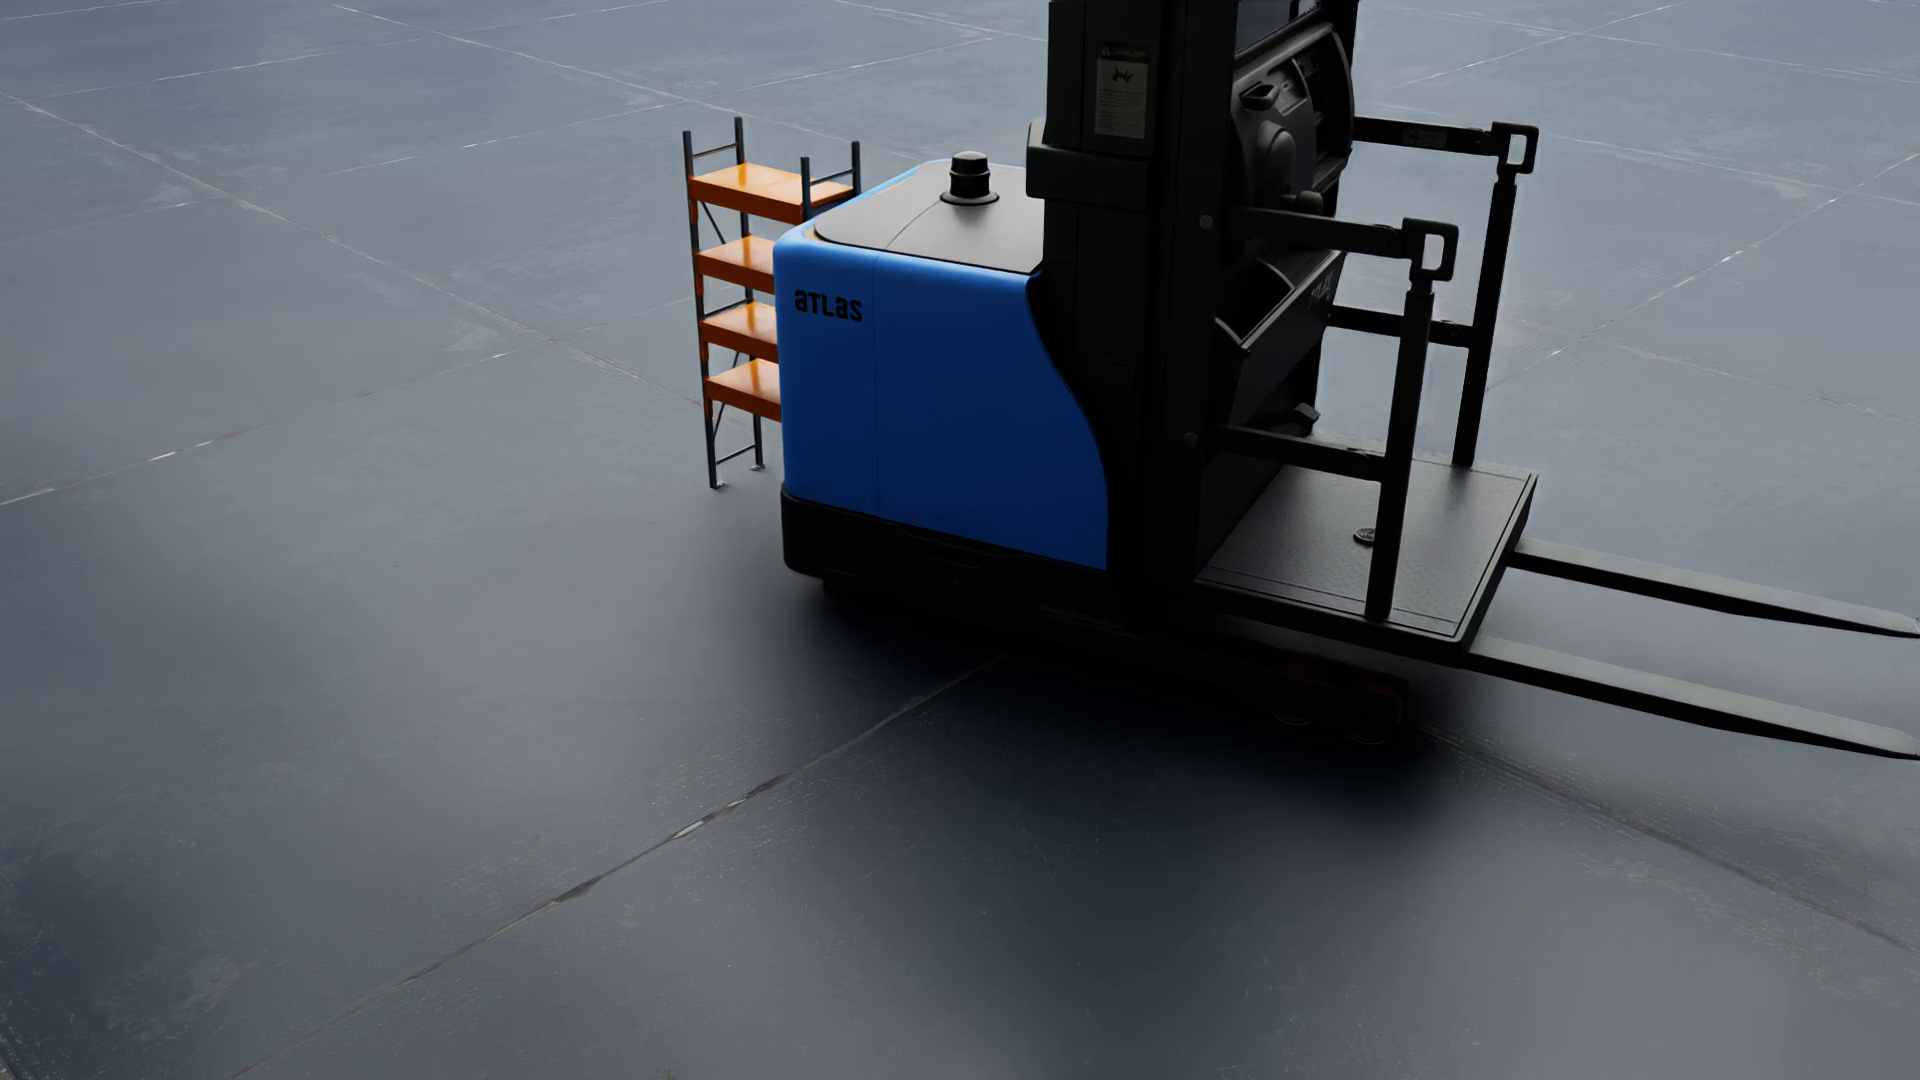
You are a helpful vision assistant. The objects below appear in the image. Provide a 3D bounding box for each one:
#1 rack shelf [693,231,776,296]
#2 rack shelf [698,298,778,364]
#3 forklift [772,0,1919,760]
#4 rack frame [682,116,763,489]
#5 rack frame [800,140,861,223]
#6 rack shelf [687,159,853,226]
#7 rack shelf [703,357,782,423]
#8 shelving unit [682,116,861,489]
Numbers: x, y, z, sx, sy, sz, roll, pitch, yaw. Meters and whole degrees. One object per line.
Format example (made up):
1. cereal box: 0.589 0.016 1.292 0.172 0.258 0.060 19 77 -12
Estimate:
1. rack shelf: -0.568 -0.815 5.174 0.480 0.148 0.258 20 34 33
2. rack shelf: -0.568 -0.617 5.278 0.480 0.148 0.258 20 34 33
3. forklift: 1.023 -1.056 4.108 3.031 2.935 1.130 13 31 24
4. rack frame: -0.759 -0.747 5.381 0.015 1.200 0.240 20 34 33
5. rack frame: -0.377 -0.606 5.113 0.015 1.200 0.240 20 34 33
6. rack shelf: -0.568 -1.024 5.064 0.480 0.148 0.258 20 34 33
7. rack shelf: -0.568 -0.441 5.371 0.480 0.148 0.258 20 34 33
8. shelving unit: -0.568 -0.676 5.247 0.503 1.200 0.258 20 34 33
